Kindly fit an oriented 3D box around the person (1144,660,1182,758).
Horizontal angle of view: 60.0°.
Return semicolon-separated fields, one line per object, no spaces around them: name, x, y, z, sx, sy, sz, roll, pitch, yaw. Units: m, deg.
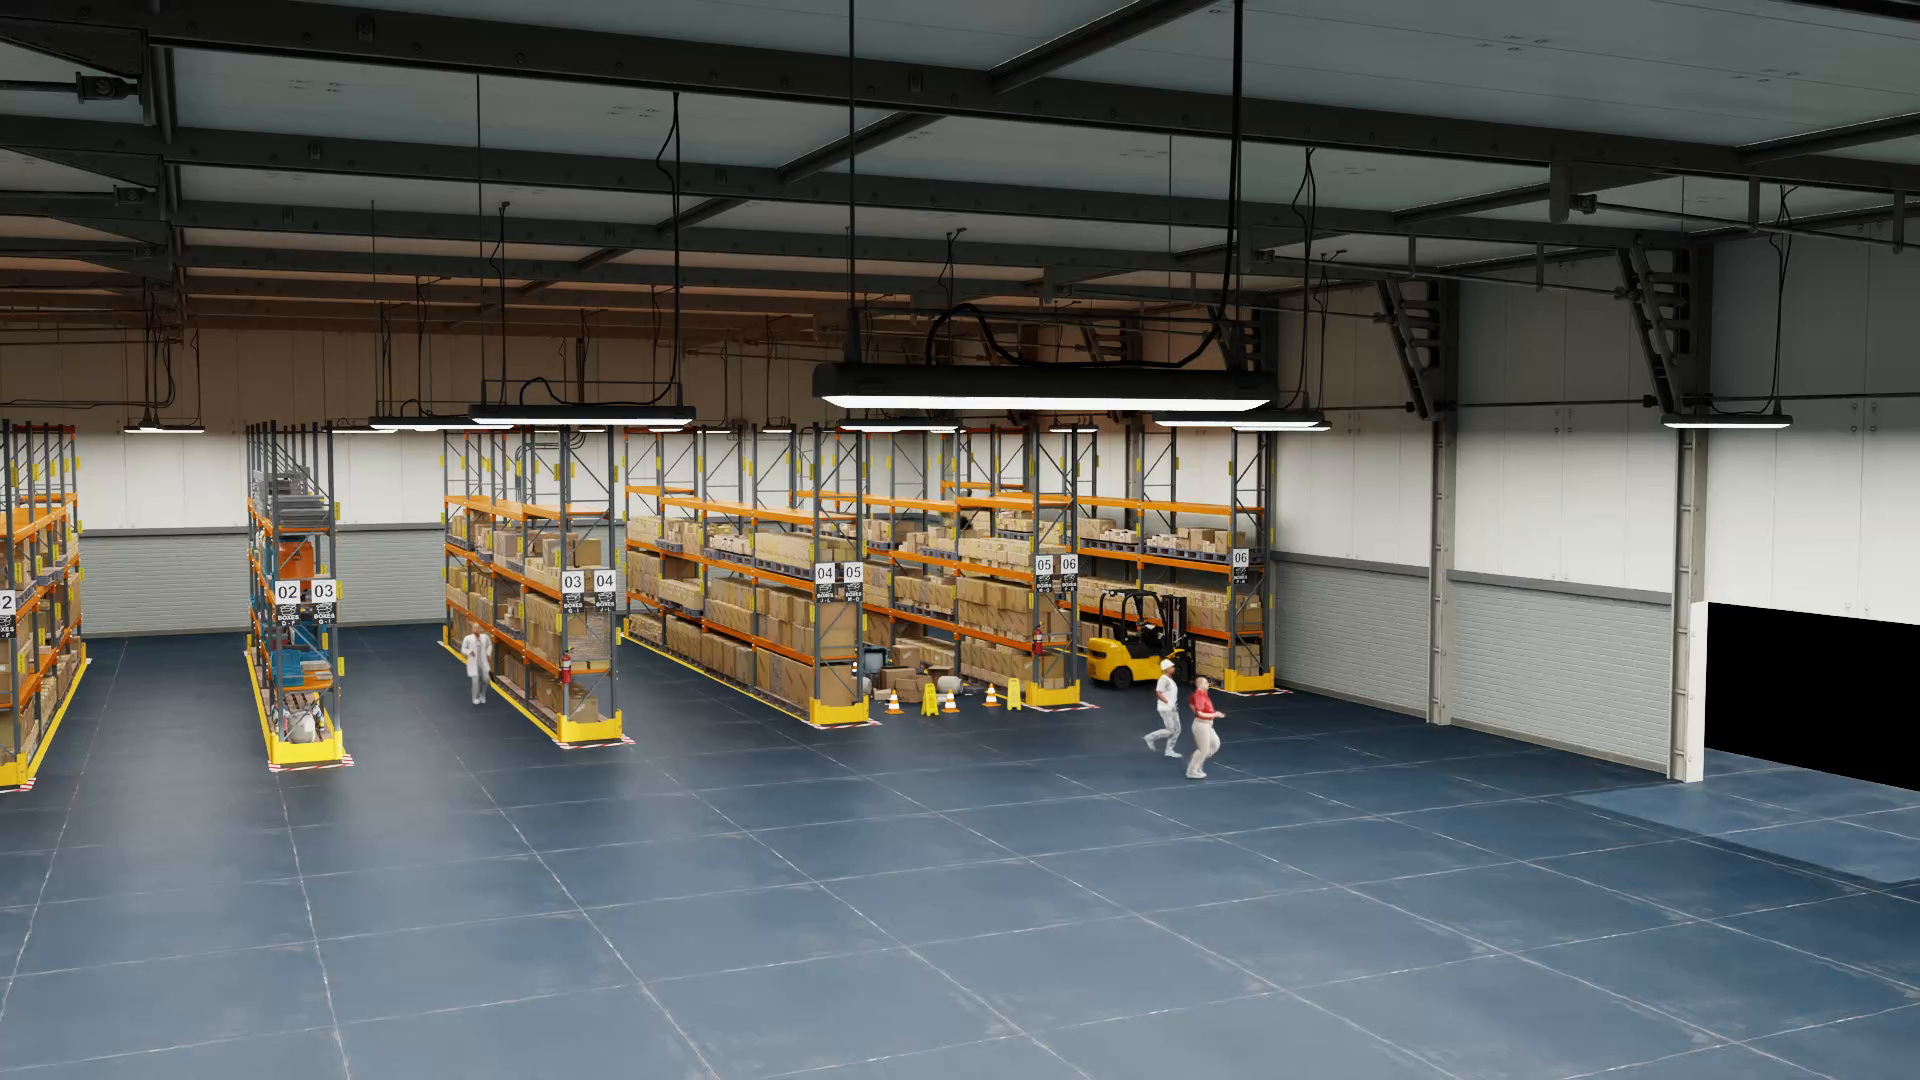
person;3.634;3.003;29.678;0.665;1.737;0.673;1;4;18

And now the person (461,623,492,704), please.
person;-10.213;2.636;35.302;0.687;1.746;0.675;-2;4;-29

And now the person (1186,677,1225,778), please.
person;4.116;3.138;27.787;0.645;1.702;0.640;1;4;12
